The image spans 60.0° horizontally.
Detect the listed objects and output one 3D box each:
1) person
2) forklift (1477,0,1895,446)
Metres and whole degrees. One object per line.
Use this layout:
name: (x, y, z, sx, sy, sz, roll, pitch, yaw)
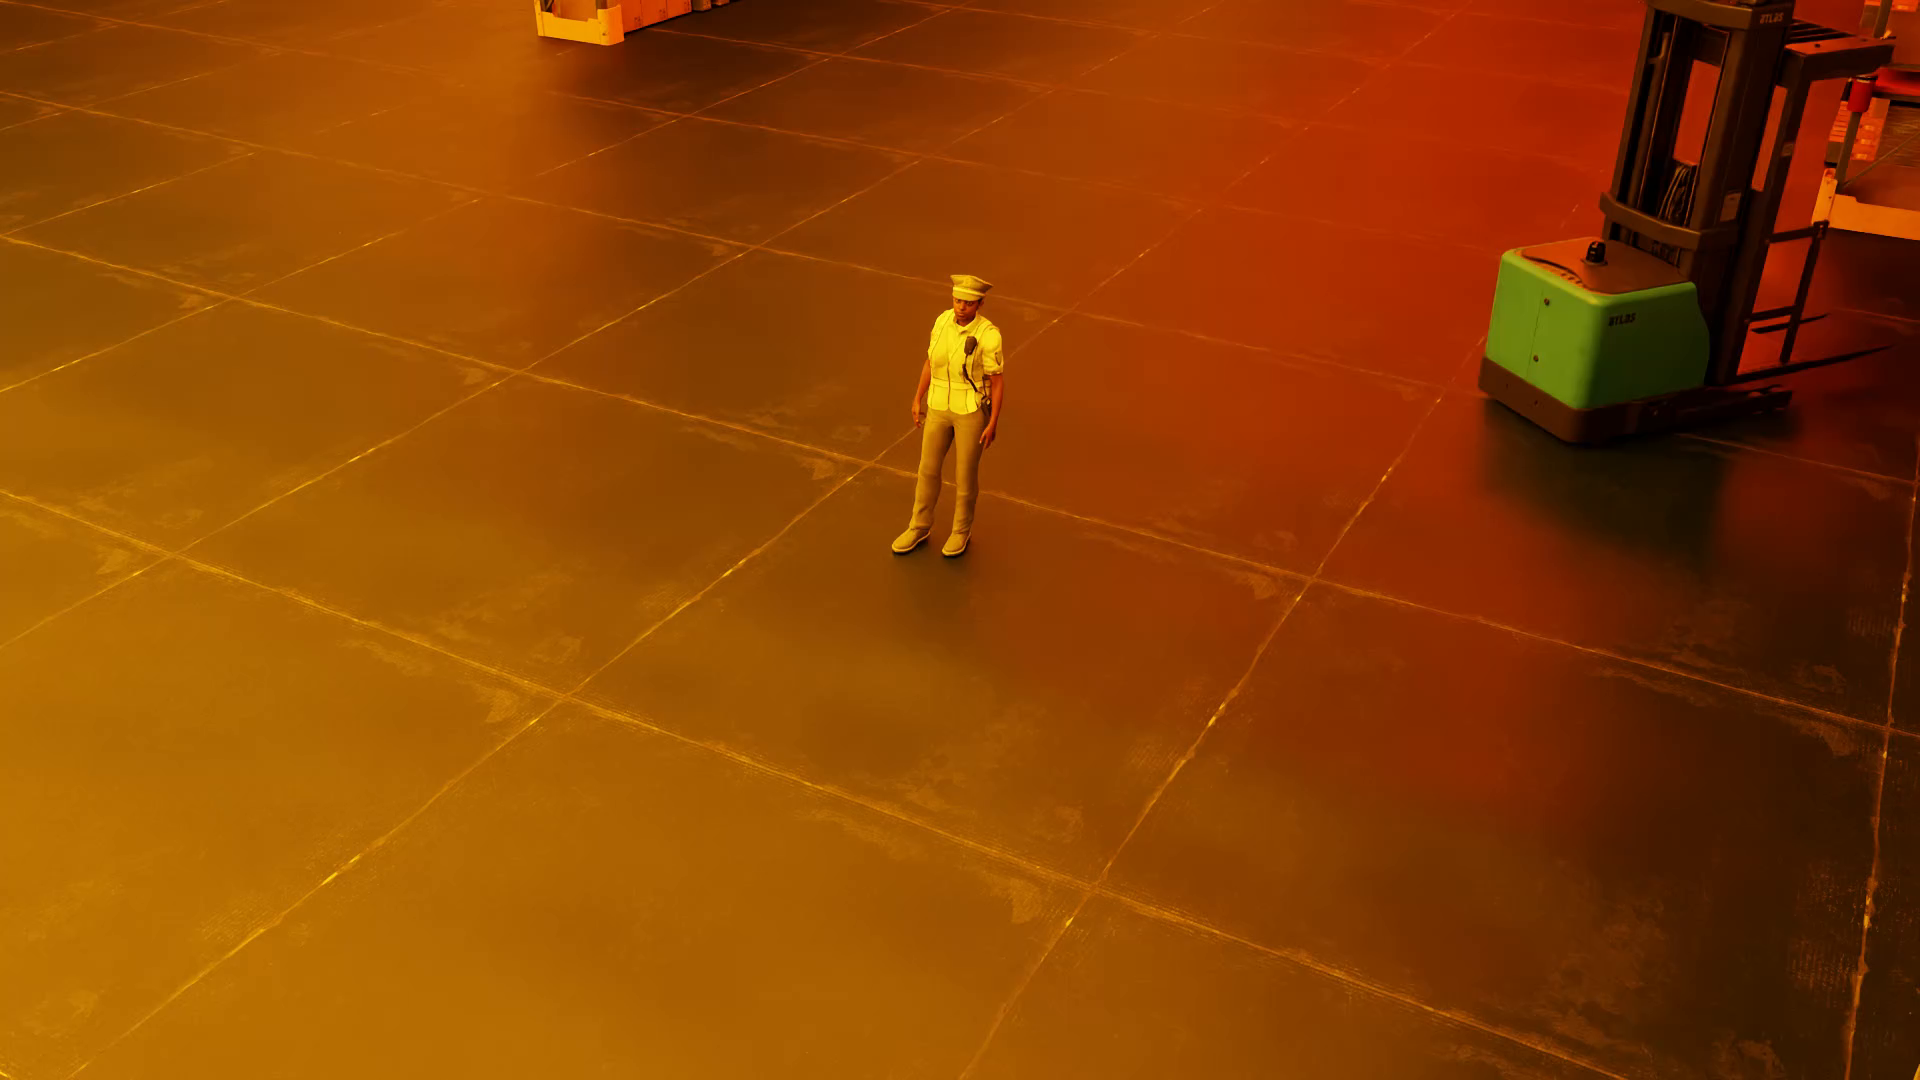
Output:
person: (-0.054, -0.711, 9.528, 0.569, 1.693, 0.528, 15, 33, 25)
forklift: (5.218, -2.358, 11.157, 3.031, 2.935, 1.130, -12, 32, -19)
